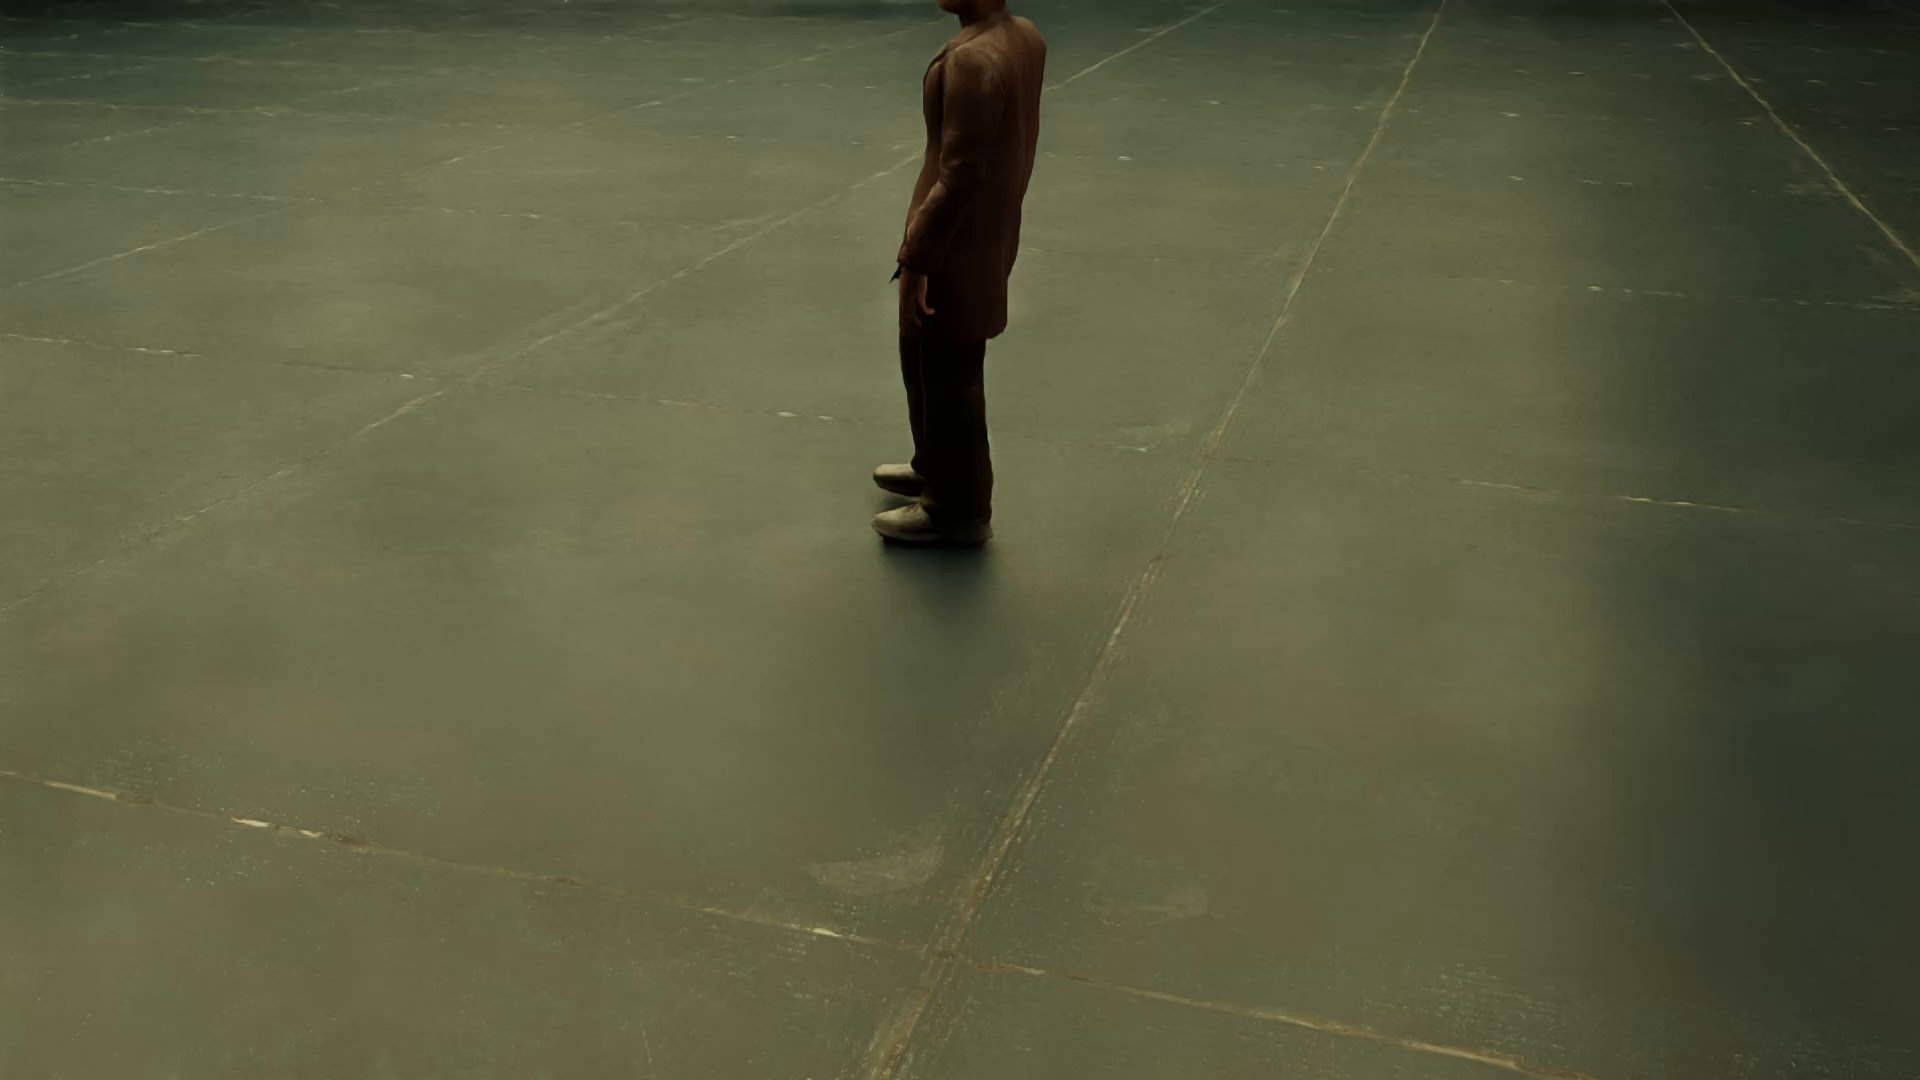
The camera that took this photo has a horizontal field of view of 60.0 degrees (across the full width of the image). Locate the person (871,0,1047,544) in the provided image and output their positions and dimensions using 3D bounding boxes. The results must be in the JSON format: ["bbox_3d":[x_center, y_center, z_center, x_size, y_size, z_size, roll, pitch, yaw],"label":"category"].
[{"bbox_3d":[-0.084,-0.841,4.807,0.586,1.774,0.694,7,23,16],"label":"person"}]
